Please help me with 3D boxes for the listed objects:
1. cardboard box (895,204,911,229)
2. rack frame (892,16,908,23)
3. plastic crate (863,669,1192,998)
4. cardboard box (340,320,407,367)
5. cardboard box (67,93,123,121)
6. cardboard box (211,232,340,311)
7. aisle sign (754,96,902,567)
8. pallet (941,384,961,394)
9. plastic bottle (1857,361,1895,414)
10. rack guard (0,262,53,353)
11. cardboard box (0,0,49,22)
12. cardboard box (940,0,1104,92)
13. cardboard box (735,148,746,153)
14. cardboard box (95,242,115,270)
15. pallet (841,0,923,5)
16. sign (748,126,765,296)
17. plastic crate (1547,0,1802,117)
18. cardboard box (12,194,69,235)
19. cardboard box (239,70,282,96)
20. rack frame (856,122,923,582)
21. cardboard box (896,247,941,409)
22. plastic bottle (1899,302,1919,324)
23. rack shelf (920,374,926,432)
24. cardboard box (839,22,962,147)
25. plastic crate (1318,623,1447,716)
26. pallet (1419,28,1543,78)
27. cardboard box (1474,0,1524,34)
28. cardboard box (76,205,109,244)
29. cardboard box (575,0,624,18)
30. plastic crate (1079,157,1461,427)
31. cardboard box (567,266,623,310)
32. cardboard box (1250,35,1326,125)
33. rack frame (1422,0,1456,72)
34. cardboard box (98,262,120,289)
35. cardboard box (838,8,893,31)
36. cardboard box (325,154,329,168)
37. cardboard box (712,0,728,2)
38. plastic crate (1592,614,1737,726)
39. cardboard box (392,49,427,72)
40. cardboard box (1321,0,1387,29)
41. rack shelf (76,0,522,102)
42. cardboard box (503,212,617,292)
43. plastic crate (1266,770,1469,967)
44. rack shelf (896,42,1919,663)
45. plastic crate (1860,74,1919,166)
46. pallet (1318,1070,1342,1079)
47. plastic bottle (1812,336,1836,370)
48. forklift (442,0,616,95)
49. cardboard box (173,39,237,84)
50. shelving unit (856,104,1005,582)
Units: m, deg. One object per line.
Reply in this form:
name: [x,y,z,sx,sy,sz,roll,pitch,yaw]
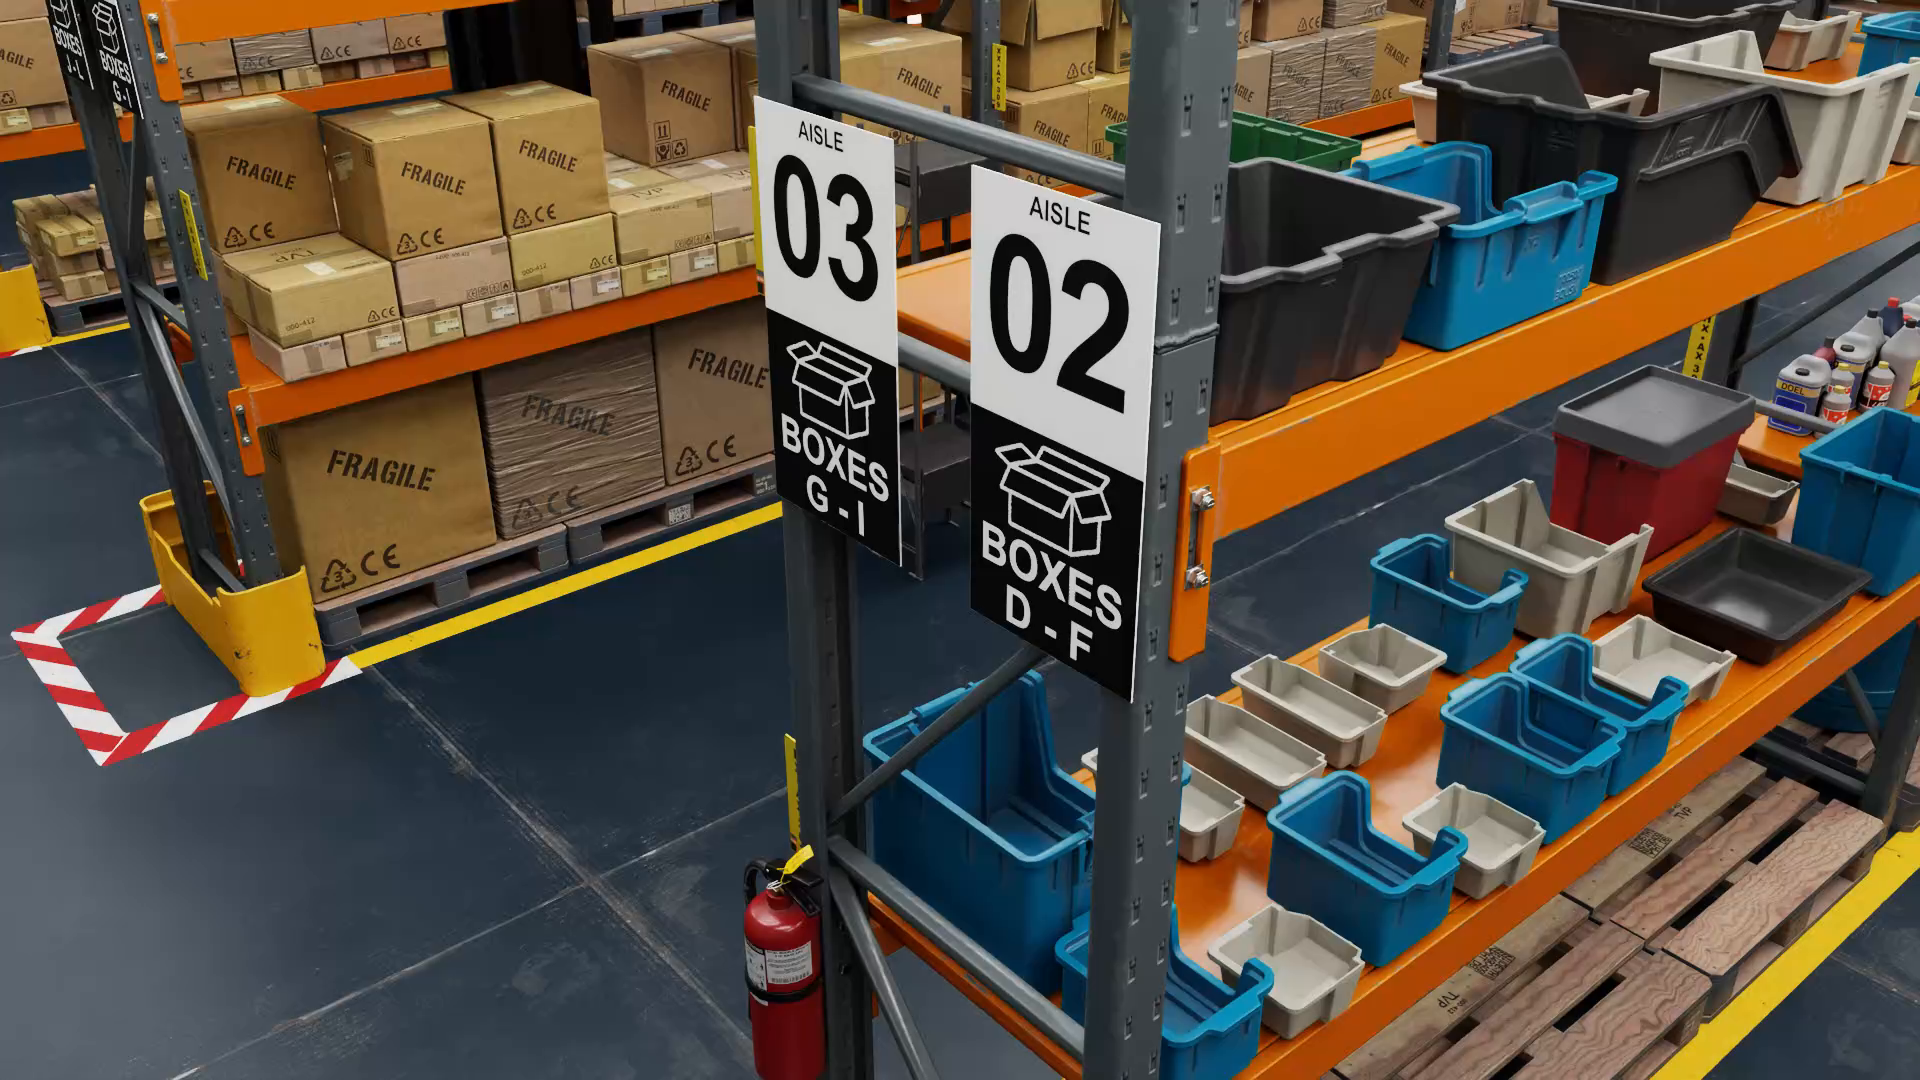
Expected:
cardboard box: [-0.378,-1.739,8.587,0.250,0.149,0.380,-21,35,-34]
rack frame: [-0.262,-5.172,14.746,0.127,3.000,1.000,-22,35,-35]
plastic crate: [0.142,0.649,3.752,0.499,0.435,0.616,-22,35,-35]
cardboard box: [-2.527,-0.874,6.969,0.250,0.149,0.380,-22,35,-36]
cardboard box: [-5.483,-2.751,10.483,0.250,0.149,0.380,-23,36,-36]
cardboard box: [-3.009,-1.224,7.201,0.500,0.250,0.500,-23,35,-36]
aisle sign: [-0.236,-0.369,3.000,0.004,0.787,0.394,-22,35,-35]
pallet: [0.375,-1.172,10.220,1.213,0.211,1.003,-22,35,-35]
plastic bottle: [3.515,-0.585,6.373,0.097,0.201,0.097,0,28,0]
rack guard: [-6.290,-1.646,10.799,0.348,0.500,1.175,-22,35,-35]
cardboard box: [-5.834,-3.383,9.916,0.500,0.500,0.500,-22,35,-35]
cardboard box: [0.318,-2.824,9.182,0.637,0.503,0.797,-23,36,-36]
cardboard box: [-1.072,-2.004,8.661,0.500,0.250,0.500,-22,35,-35]
cardboard box: [-5.538,-1.916,10.916,0.250,0.149,0.380,-22,35,-35]
pallet: [-0.735,-4.831,14.312,1.003,0.211,1.213,-22,35,-35]
sign: [-0.361,-0.609,3.135,0.005,0.325,0.100,-22,35,-35]
plastic crate: [1.929,-1.347,4.544,0.590,0.269,0.497,-22,35,-35]
cardboard box: [-6.110,-2.168,11.072,0.250,0.149,0.380,-21,35,-34]
cardboard box: [-4.735,-3.091,11.118,0.250,0.149,0.380,-20,34,-33]
rack frame: [-0.312,-0.801,7.521,0.015,2.100,0.400,-22,35,-35]
cardboard box: [-0.717,-1.214,9.148,0.875,0.875,0.875,-22,35,-35]
plastic bottle: [3.803,-0.811,6.717,0.135,0.276,0.152,-22,35,-35]
rack shelf: [-0.126,-0.863,7.667,0.480,0.518,0.431,-22,35,-35]
cardboard box: [-0.339,-2.298,8.416,0.500,0.500,0.500,-21,34,-34]
plastic crate: [1.151,0.361,4.608,0.250,0.136,0.298,-22,35,-35]
pallet: [3.353,-3.534,11.885,1.003,0.211,1.213,-22,35,-35]
cardboard box: [3.625,-3.978,11.960,0.500,0.500,0.700,-16,32,-28]
cardboard box: [-5.598,-2.081,10.910,0.250,0.149,0.380,-21,35,-34]
cardboard box: [-2.707,-3.979,12.333,0.250,0.149,0.380,-24,36,-37]
plastic crate: [0.483,-0.423,2.815,0.590,0.269,0.497,-22,35,-35]
cardboard box: [-1.745,-1.189,7.559,0.250,0.149,0.380,-22,35,-35]
cardboard box: [1.889,-2.857,10.307,0.500,0.500,0.500,-23,36,-36]
rack frame: [2.880,-3.363,11.360,0.127,3.000,1.000,-22,35,-35]
cardboard box: [-5.596,-1.808,11.029,0.250,0.149,0.380,-22,35,-35]
cardboard box: [-0.693,-2.480,8.756,0.500,0.500,0.500,-22,35,-35]
cardboard box: [-4.694,-2.700,12.068,0.250,0.149,0.380,-24,36,-37]
cardboard box: [-1.922,-4.295,12.925,0.250,0.149,0.380,-24,36,-37]
plastic crate: [1.922,0.367,4.597,0.466,0.136,0.293,-22,35,-35]
cardboard box: [-3.979,-3.434,11.760,0.250,0.149,0.380,-23,36,-36]
cardboard box: [2.313,-3.631,10.692,0.637,0.503,0.797,-21,34,-33]
rack shelf: [-1.684,-2.533,7.388,4.000,0.370,1.077,-22,35,-35]
cardboard box: [-1.890,-1.344,7.427,0.500,0.250,0.500,-23,36,-36]
plastic crate: [0.911,0.749,3.780,0.300,0.233,0.416,-22,35,-35]
rack shelf: [1.530,-0.757,4.065,4.000,0.370,1.077,-22,35,-35]
plastic crate: [2.331,-1.044,4.119,0.466,0.136,0.293,-22,35,-35]
pallet: [0.661,1.852,4.561,1.213,0.211,1.003,-22,35,-35]
plastic bottle: [3.288,-0.635,6.380,0.133,0.283,0.061,-22,35,-35]
forklift: [-2.089,-2.447,9.720,3.031,2.935,1.130,-24,37,-38]
cardboard box: [-5.056,-3.257,10.740,0.500,0.500,0.500,-21,35,-34]
shelving unit: [-0.126,-0.875,7.660,0.503,2.100,0.431,-22,35,-35]
